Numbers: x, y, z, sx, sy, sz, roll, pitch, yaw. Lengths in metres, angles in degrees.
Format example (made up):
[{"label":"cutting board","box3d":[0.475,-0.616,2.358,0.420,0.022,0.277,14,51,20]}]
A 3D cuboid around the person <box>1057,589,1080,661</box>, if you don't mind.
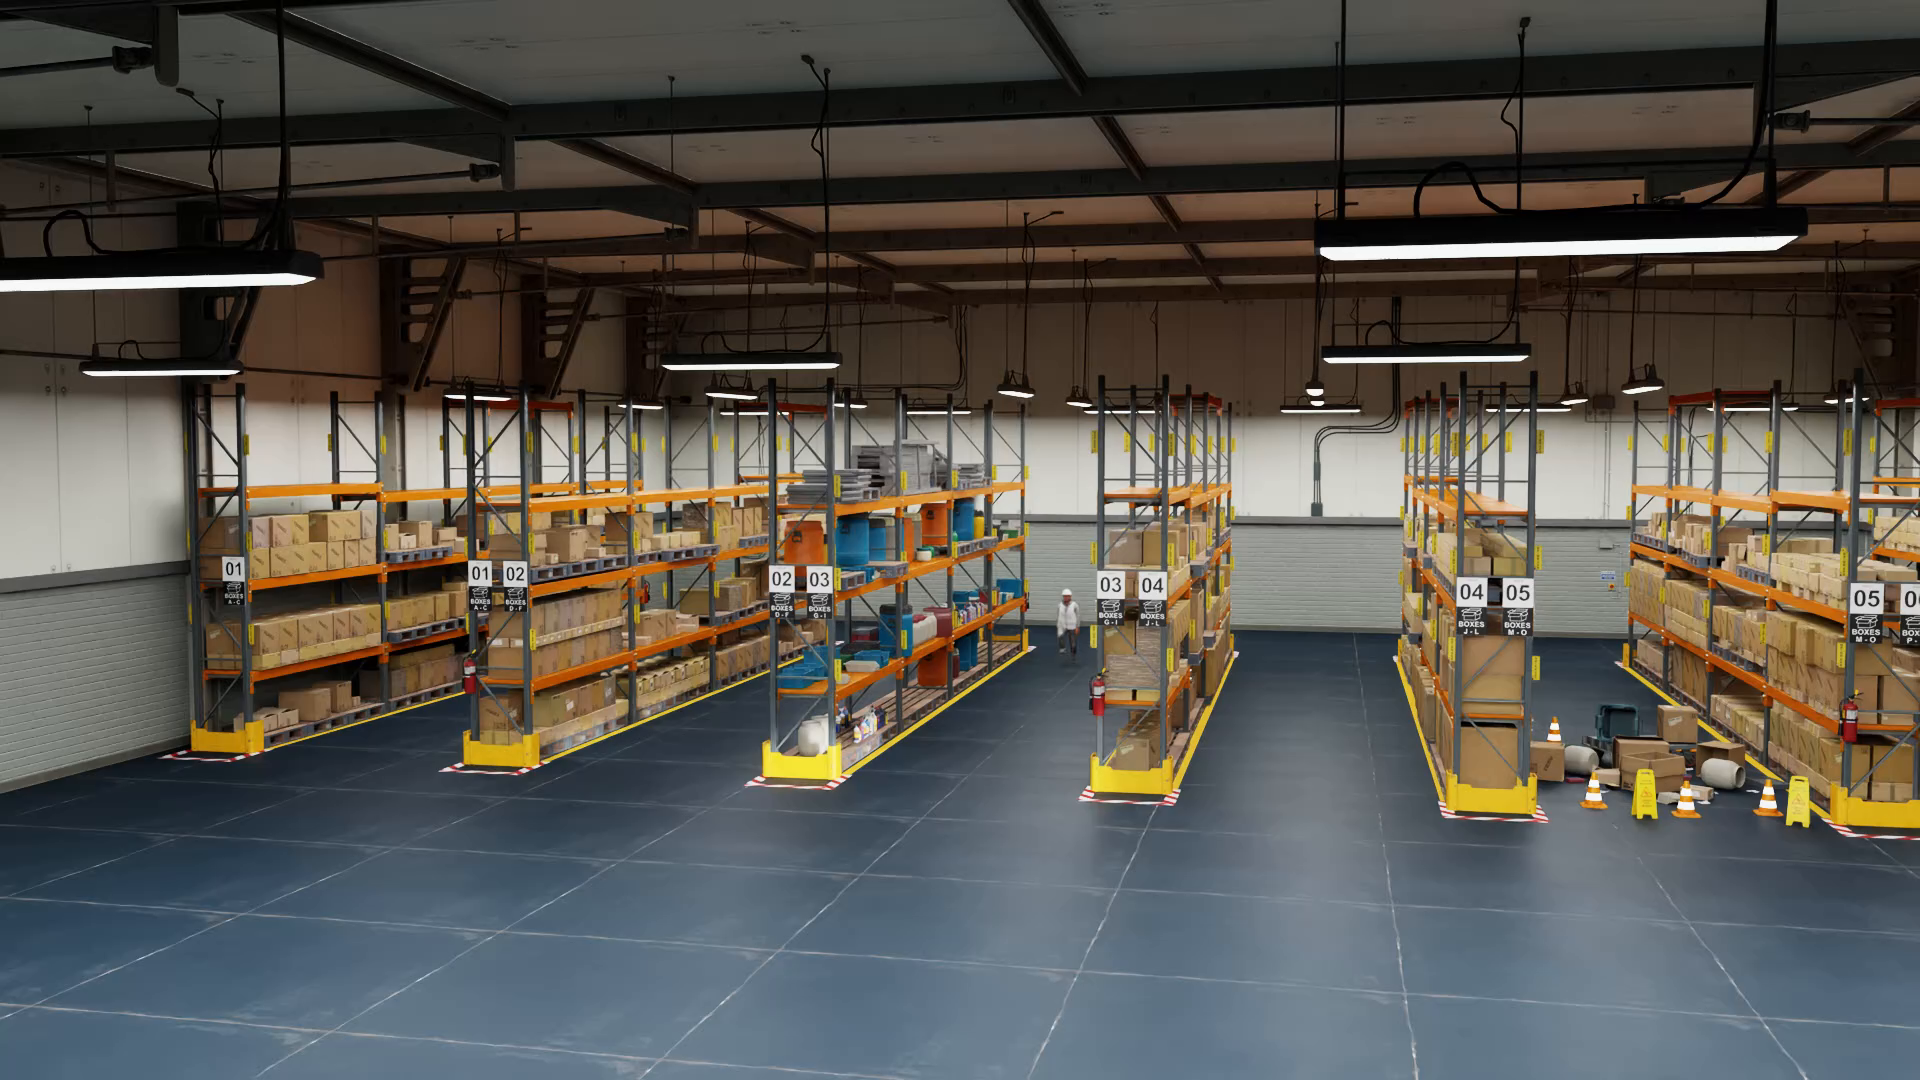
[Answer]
[{"label":"person","box3d":[2.474,1.945,37.763,0.537,1.678,1.002,1,3,9]}]
